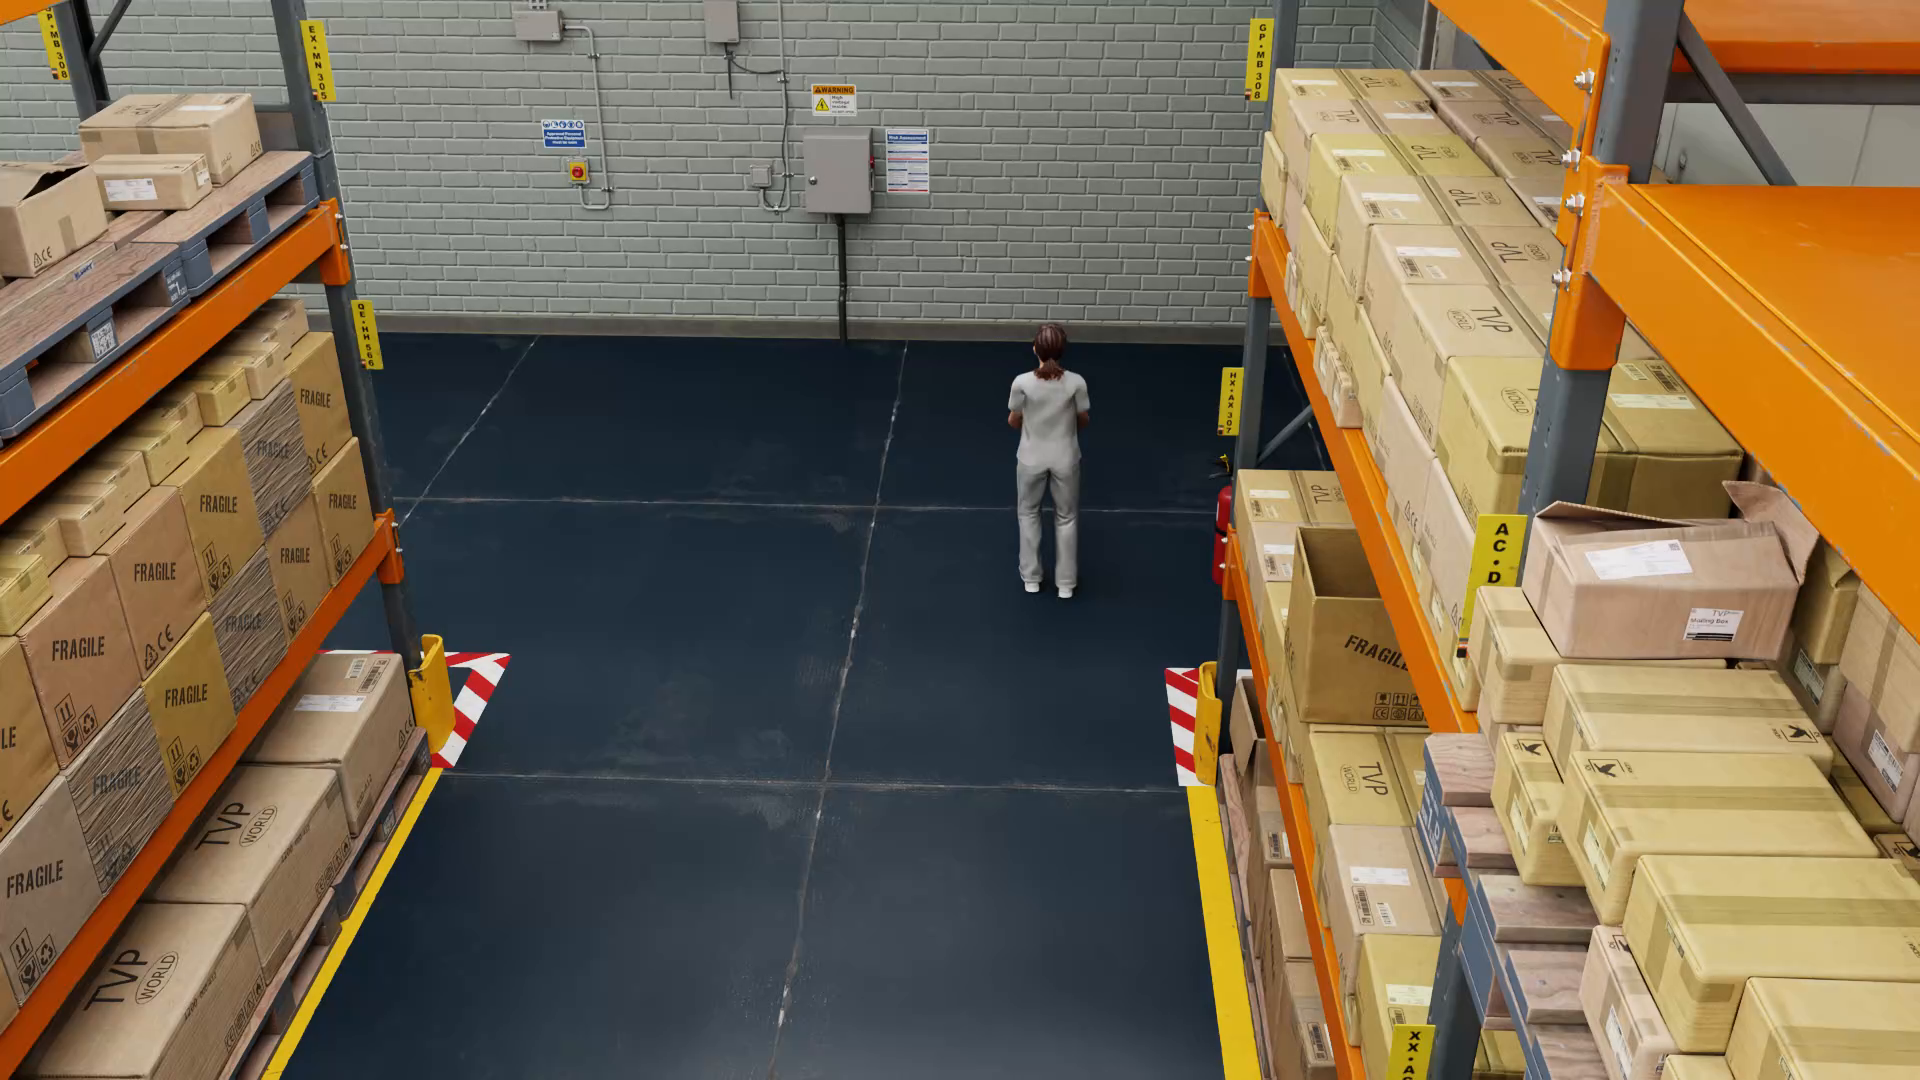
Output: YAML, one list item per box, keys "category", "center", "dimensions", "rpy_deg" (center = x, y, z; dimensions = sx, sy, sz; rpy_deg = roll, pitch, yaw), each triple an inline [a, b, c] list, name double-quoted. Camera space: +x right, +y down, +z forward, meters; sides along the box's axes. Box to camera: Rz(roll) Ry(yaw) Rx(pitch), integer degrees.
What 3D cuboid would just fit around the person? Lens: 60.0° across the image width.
- category: "person"
  center: [0.501, -0.474, 9.512]
  dimensions: [0.460, 1.674, 0.515]
  rpy_deg: [1, 28, 1]
